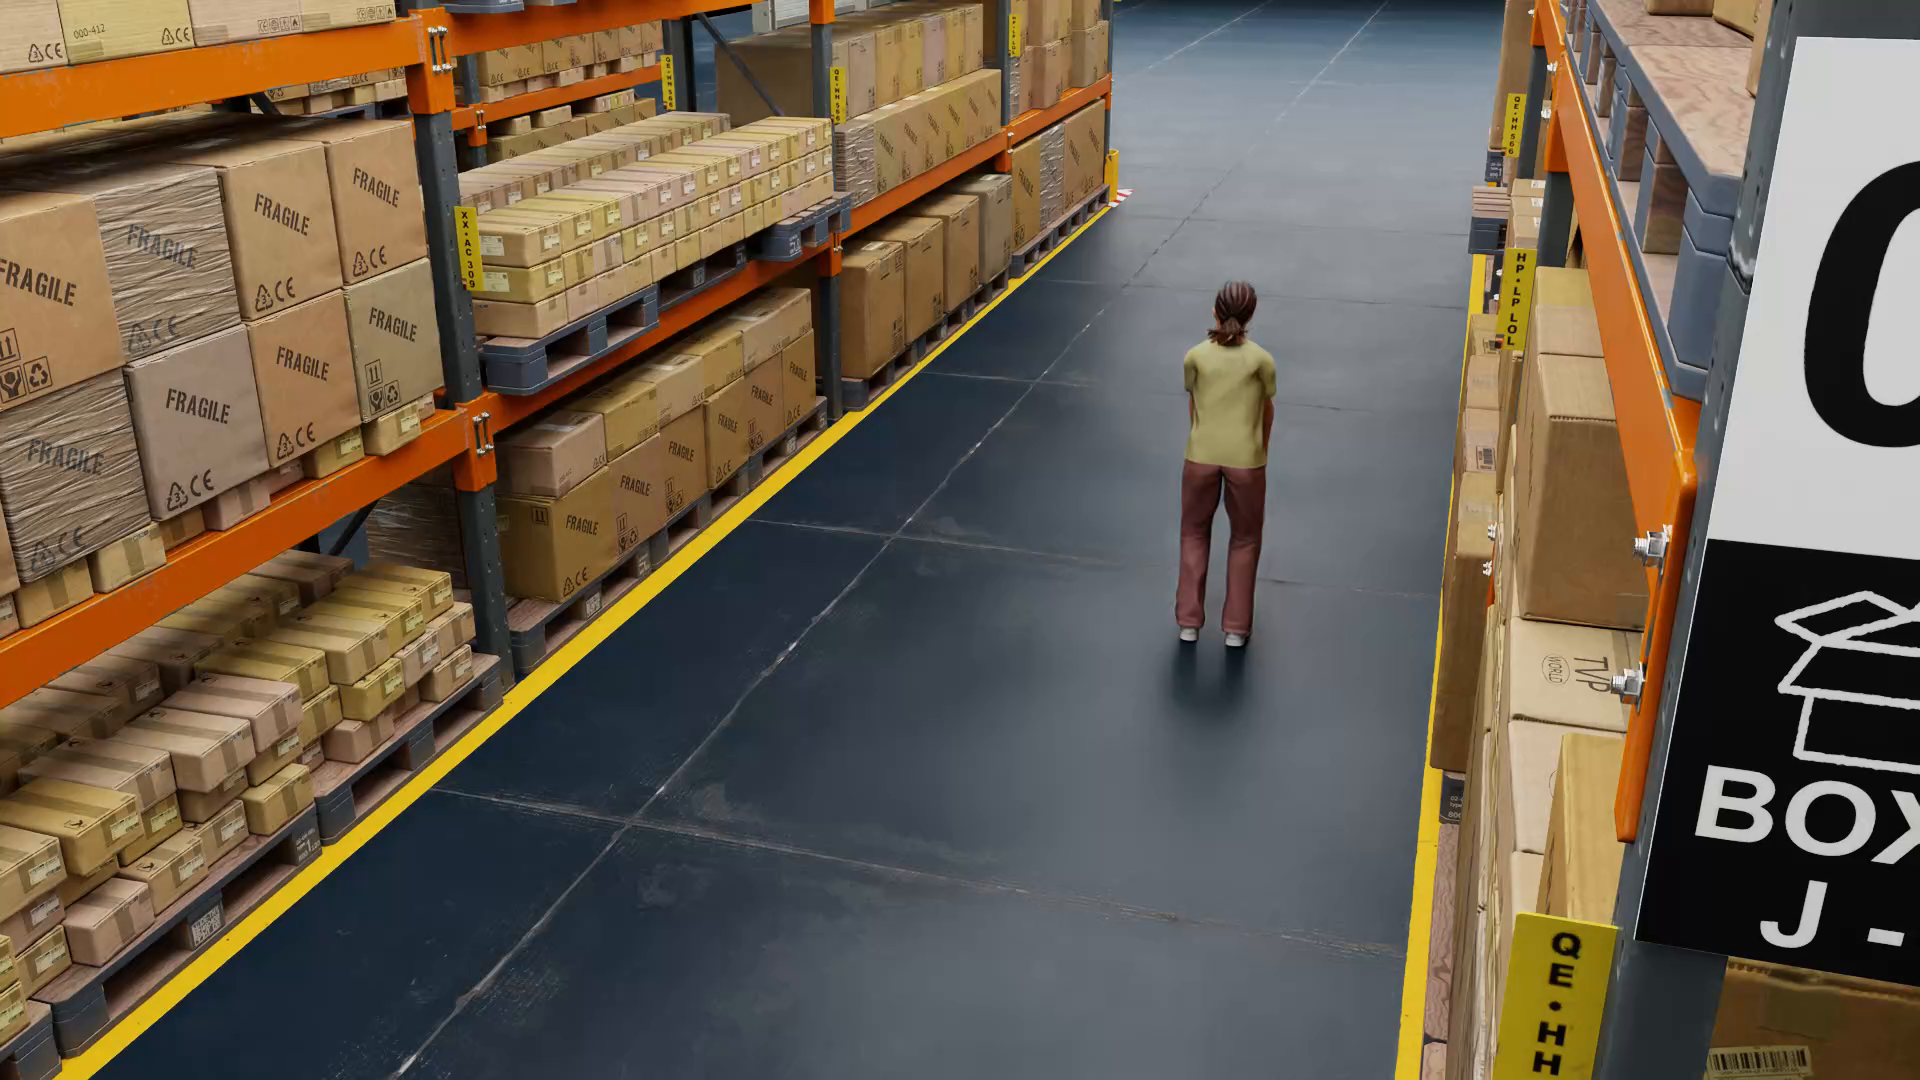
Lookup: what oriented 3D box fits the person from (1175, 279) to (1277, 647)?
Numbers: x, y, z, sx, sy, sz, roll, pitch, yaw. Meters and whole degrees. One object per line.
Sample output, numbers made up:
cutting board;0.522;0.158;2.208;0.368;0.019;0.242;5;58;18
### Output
person;1.199;-0.360;7.506;0.408;1.663;0.513;6;23;15
